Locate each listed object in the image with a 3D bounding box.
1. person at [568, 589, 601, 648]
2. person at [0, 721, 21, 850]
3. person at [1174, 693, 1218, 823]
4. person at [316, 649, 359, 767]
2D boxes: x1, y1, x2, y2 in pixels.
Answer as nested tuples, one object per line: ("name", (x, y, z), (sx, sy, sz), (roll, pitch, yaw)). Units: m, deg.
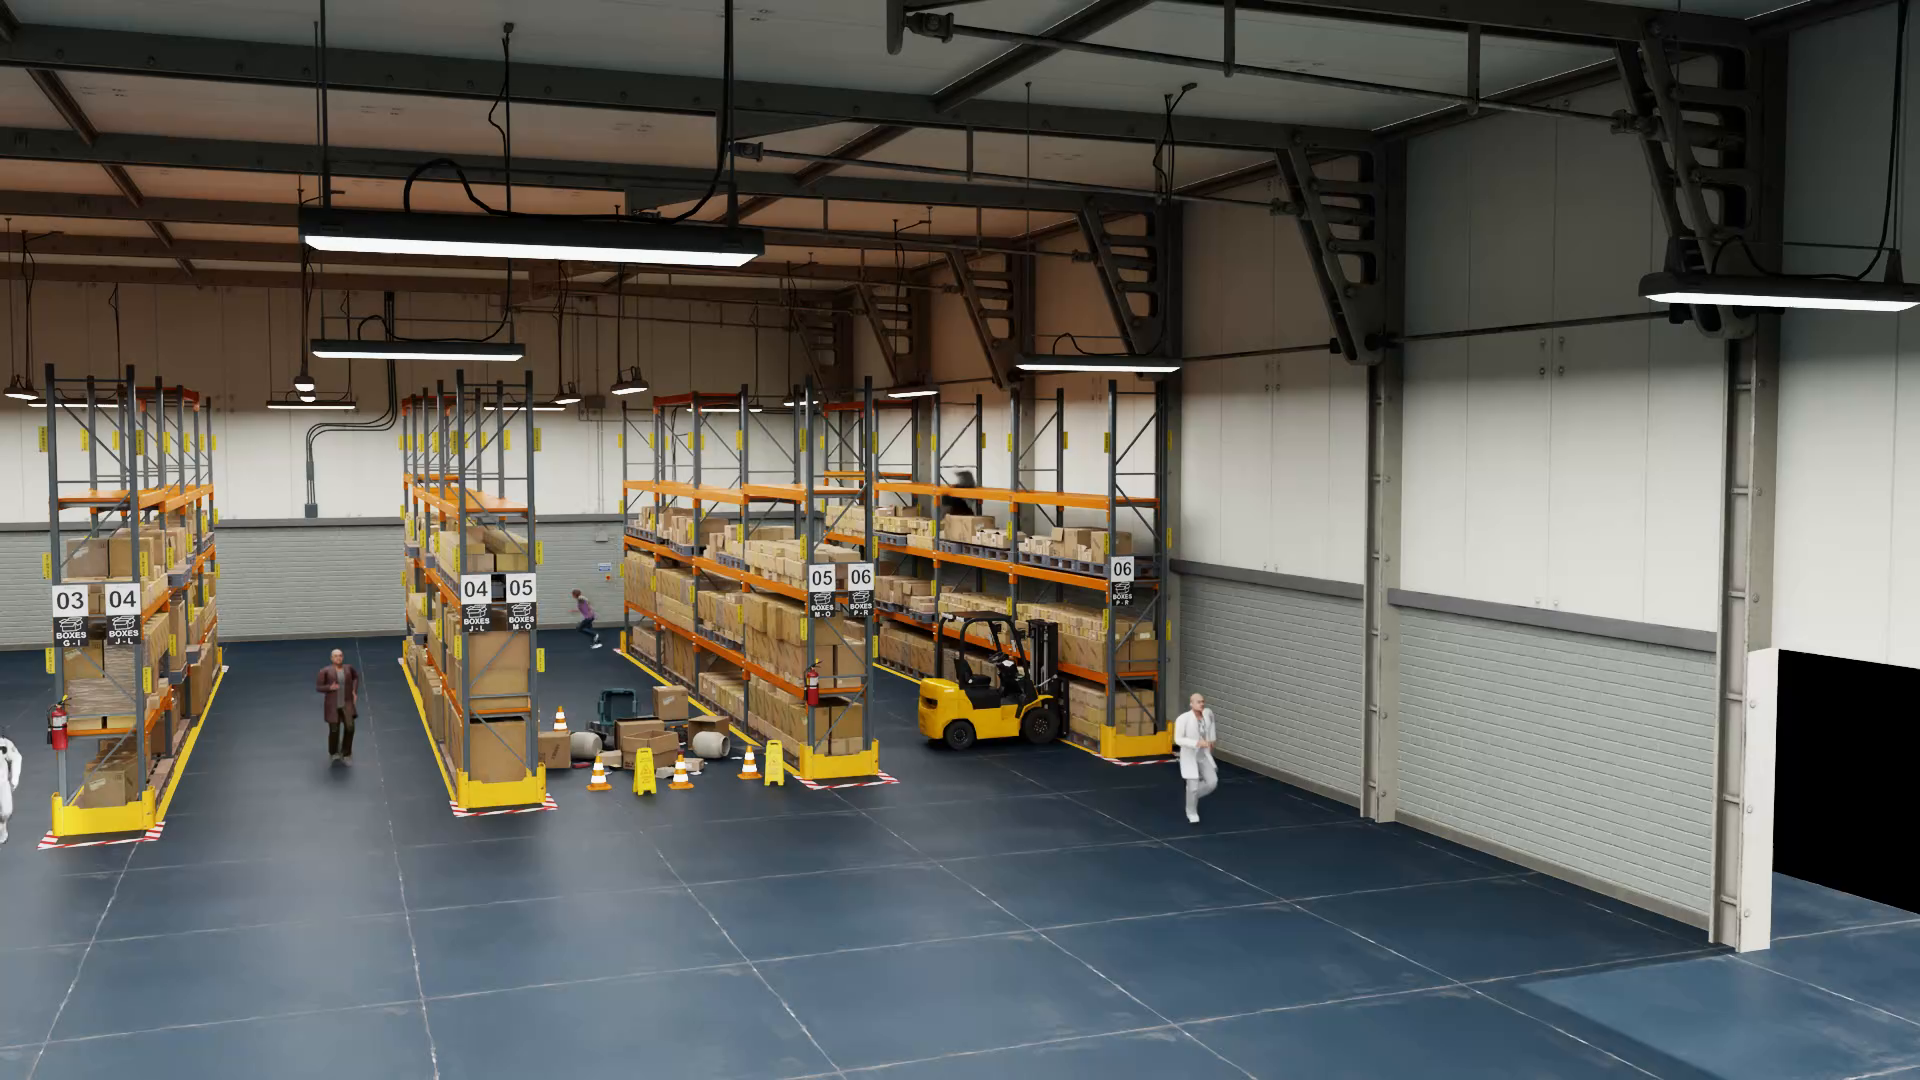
("person", (-9.136, 1.917, 40.474), (0.785, 1.456, 0.559), (-1, 3, -10))
("person", (-11.825, 2.993, 20.369), (0.632, 1.644, 0.574), (-2, 4, -36))
("person", (3.135, 2.862, 21.760), (0.761, 1.728, 0.724), (-2, 4, -25))
("person", (-9.634, 2.651, 25.821), (0.685, 1.740, 0.776), (-2, 4, -31))
